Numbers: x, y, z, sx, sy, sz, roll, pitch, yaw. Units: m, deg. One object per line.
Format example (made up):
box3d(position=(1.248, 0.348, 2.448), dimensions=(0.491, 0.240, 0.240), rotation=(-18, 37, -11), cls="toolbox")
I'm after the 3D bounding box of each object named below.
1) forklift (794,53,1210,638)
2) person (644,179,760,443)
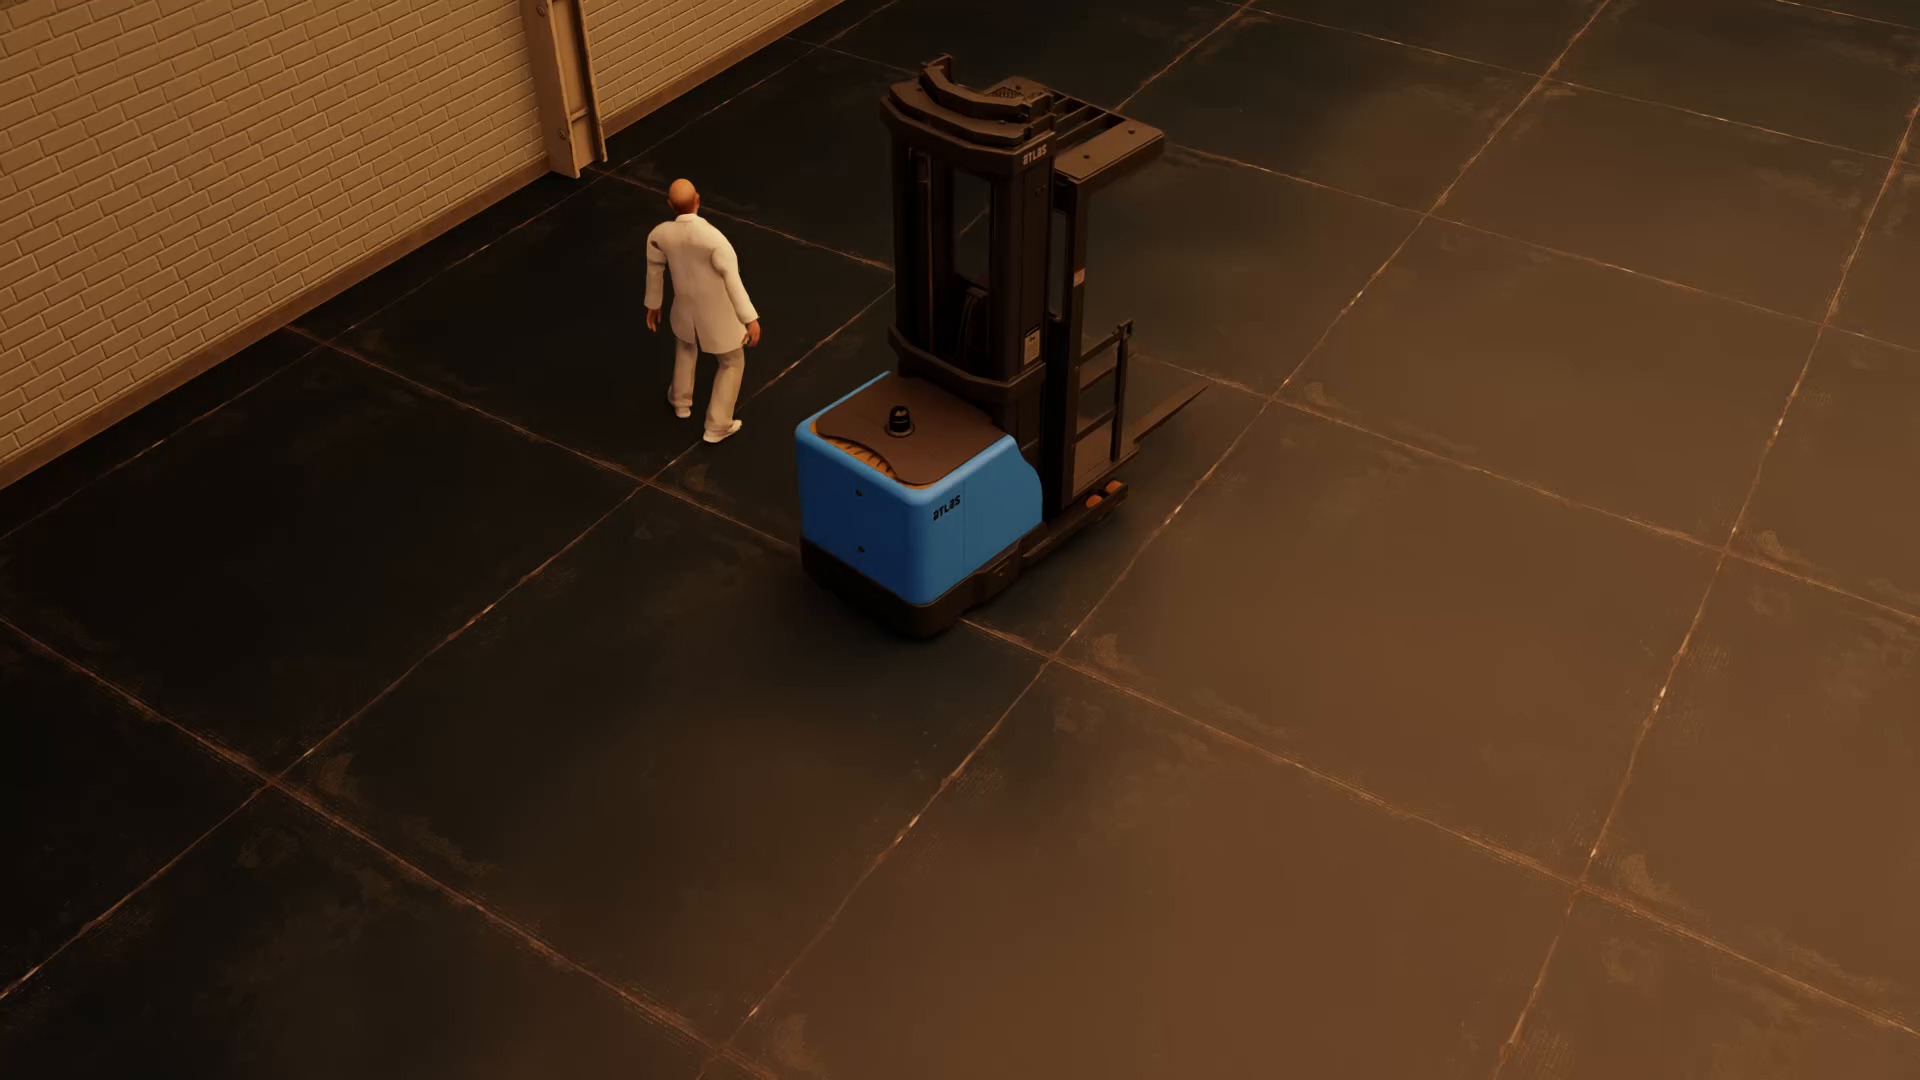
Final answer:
box3d(position=(0.412, -1.431, 9.656), dimensions=(1.130, 2.935, 3.031), rotation=(30, 49, 31), cls="forklift")
box3d(position=(-1.652, -1.448, 10.662), dimensions=(0.919, 1.759, 0.551), rotation=(20, 44, 22), cls="person")
